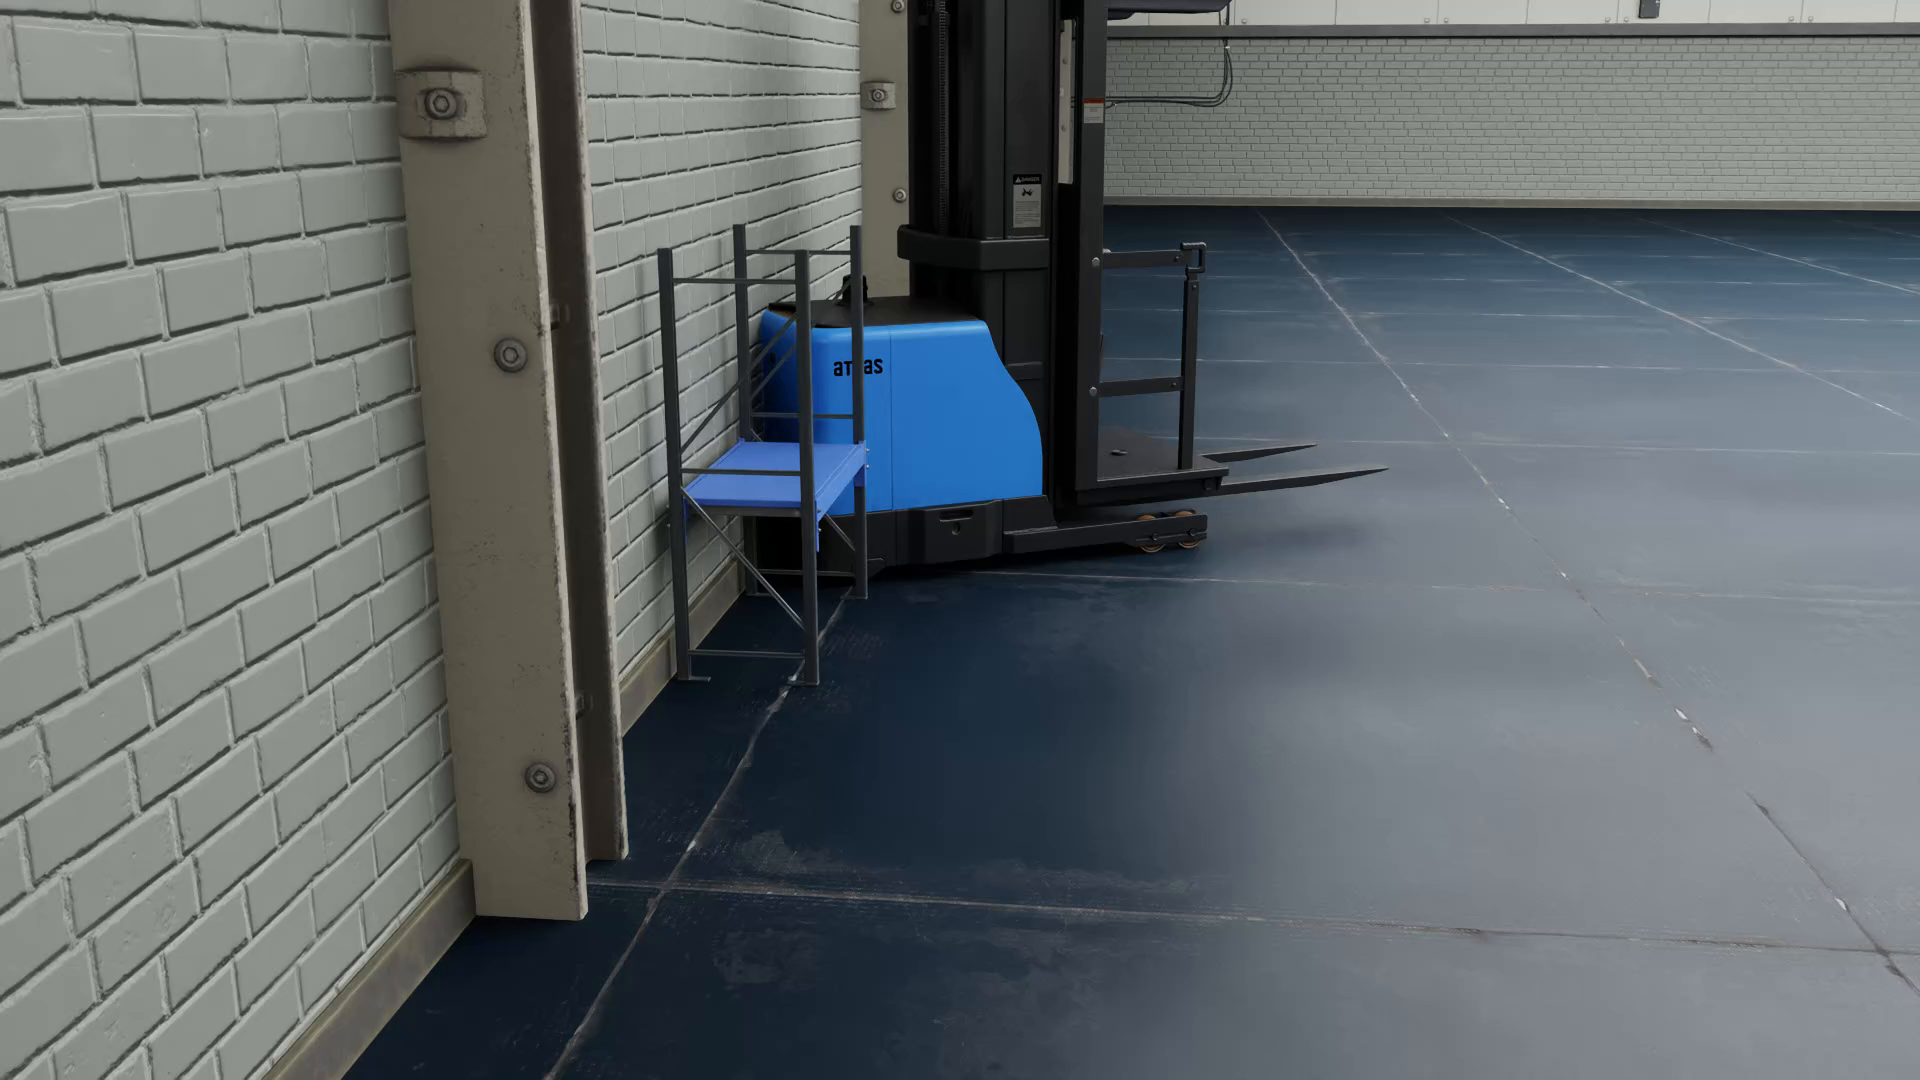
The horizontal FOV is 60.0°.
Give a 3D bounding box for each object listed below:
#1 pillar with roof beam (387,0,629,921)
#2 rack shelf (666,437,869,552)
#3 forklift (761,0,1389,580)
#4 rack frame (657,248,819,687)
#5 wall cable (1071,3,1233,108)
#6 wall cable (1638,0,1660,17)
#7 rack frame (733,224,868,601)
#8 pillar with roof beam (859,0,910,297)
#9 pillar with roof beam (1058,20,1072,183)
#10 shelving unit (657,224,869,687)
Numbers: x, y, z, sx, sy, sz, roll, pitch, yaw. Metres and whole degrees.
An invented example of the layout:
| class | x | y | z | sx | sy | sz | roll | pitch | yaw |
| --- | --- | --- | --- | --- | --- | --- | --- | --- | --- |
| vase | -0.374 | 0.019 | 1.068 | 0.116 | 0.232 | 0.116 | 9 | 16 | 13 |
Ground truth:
| class | x | y | z | sx | sy | sz | roll | pitch | yaw |
| --- | --- | --- | --- | --- | --- | --- | --- | --- | --- |
| pillar with roof beam | 3.201 | -3.323 | 2.713 | 9.100 | 9.000 | 0.400 | 2 | 15 | 6 |
| rack shelf | -0.684 | -0.184 | 6.159 | 0.538 | 0.185 | 1.000 | 2 | 15 | 6 |
| forklift | 0.573 | -1.478 | 7.514 | 3.031 | 2.935 | 1.130 | -6 | 16 | -22 |
| rack frame | -0.741 | -0.226 | 5.624 | 0.500 | 1.500 | 0.032 | 2 | 15 | 6 |
| wall cable | 3.278 | -8.901 | 29.289 | 3.097 | 2.526 | 0.112 | 2 | 15 | 6 |
| wall cable | 12.709 | -11.758 | 27.391 | 2.305 | 6.003 | 0.169 | 2 | 15 | 6 |
| rack frame | -0.627 | -0.490 | 6.600 | 0.500 | 1.500 | 0.032 | 2 | 15 | 6 |
| pillar with roof beam | 3.878 | -4.880 | 8.468 | 9.100 | 9.000 | 0.400 | 2 | 15 | 6 |
| pillar with roof beam | 5.909 | -9.548 | 25.733 | 9.100 | 9.000 | 0.400 | 2 | 15 | 6 |
| shelving unit | -0.684 | -0.358 | 6.112 | 0.538 | 1.500 | 1.048 | 2 | 15 | 6 |
